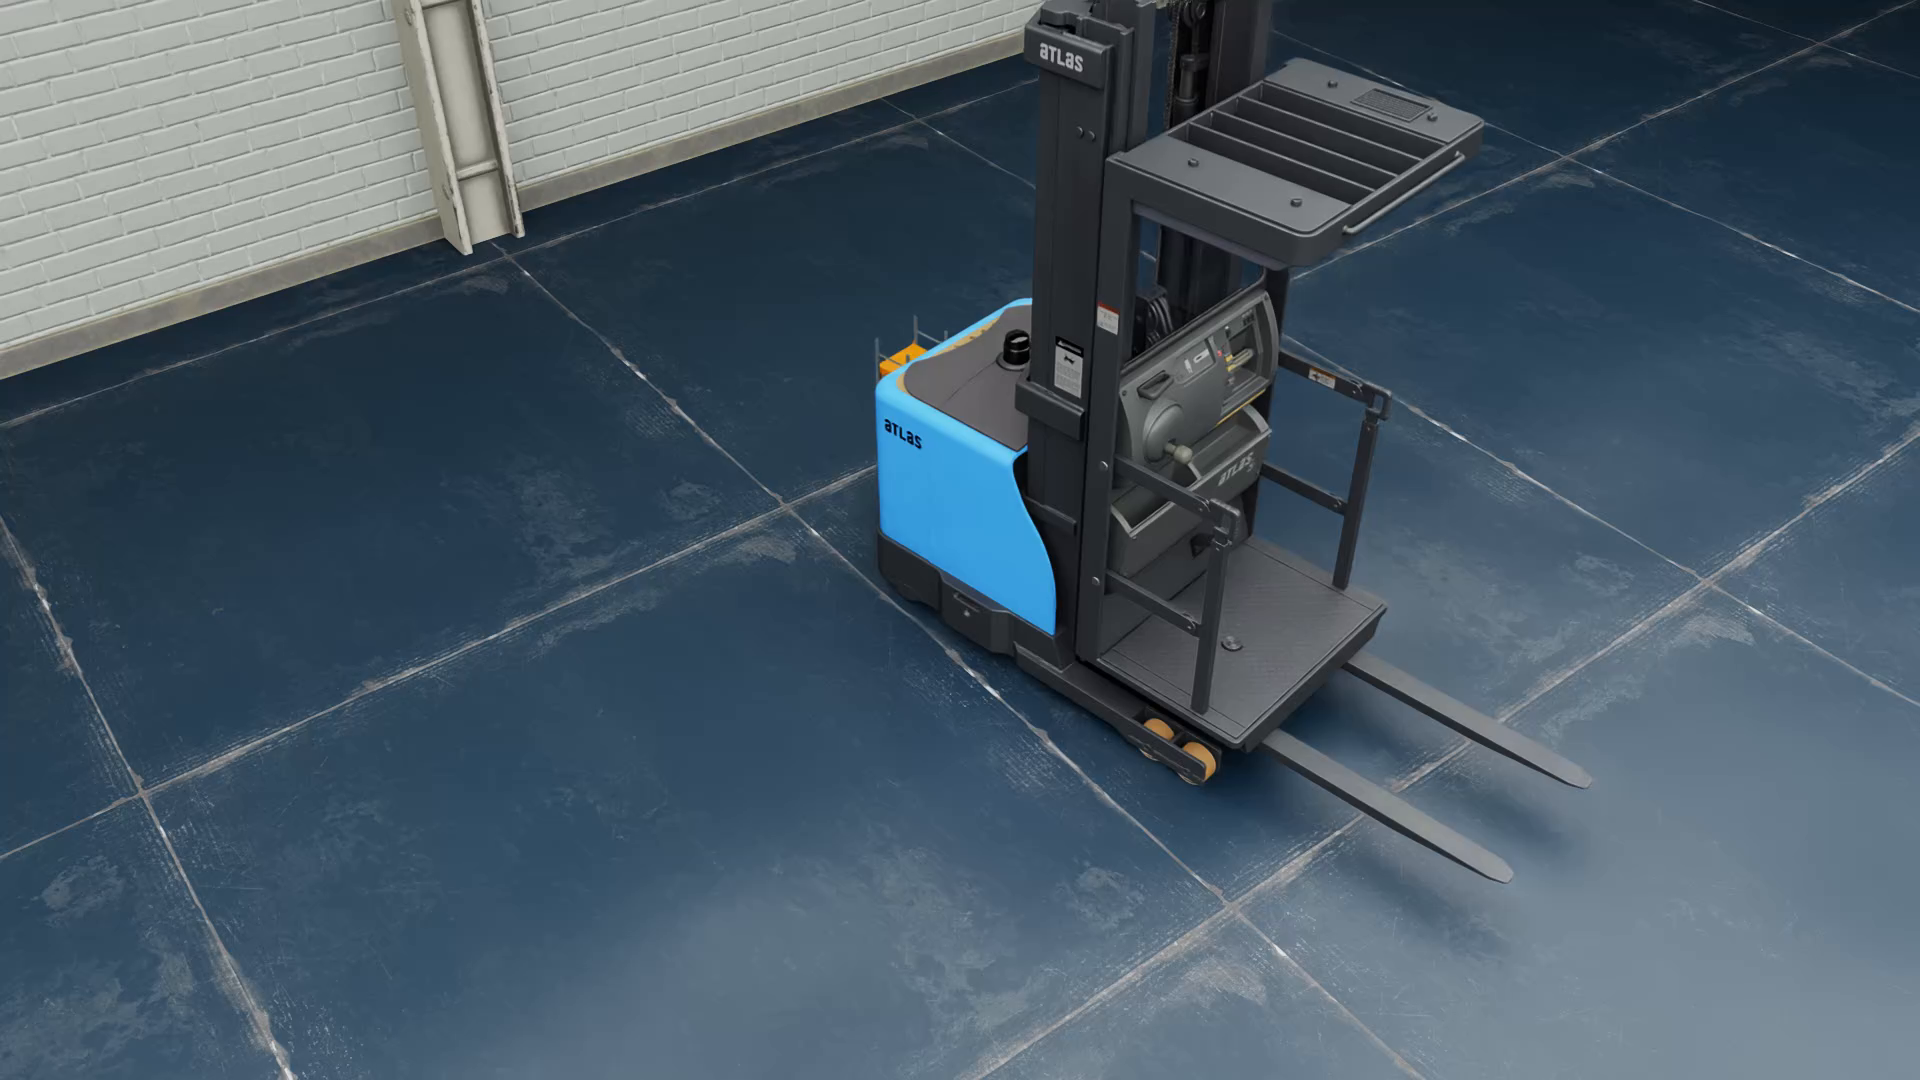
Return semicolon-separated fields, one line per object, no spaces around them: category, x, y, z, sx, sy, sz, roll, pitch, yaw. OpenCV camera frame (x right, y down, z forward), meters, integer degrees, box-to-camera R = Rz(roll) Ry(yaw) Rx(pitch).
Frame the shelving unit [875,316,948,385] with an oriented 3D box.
shelving unit;-0.209;-0.477;7.504;0.215;1.050;0.252;30;48;31

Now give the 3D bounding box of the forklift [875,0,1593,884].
forklift;1.057;-0.546;6.104;3.031;2.935;1.130;30;48;32

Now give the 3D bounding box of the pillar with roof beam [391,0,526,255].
pillar with roof beam;-0.232;-3.144;4.487;0.400;9.000;9.100;-26;46;-28

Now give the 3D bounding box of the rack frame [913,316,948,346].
rack frame;-0.127;-0.535;7.574;0.200;1.050;0.008;30;48;31

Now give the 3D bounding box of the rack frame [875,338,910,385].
rack frame;-0.290;-0.419;7.434;0.200;1.050;0.008;30;48;31

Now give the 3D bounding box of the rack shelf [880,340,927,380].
rack shelf;-0.209;-0.688;7.331;0.215;0.259;0.240;30;48;31
